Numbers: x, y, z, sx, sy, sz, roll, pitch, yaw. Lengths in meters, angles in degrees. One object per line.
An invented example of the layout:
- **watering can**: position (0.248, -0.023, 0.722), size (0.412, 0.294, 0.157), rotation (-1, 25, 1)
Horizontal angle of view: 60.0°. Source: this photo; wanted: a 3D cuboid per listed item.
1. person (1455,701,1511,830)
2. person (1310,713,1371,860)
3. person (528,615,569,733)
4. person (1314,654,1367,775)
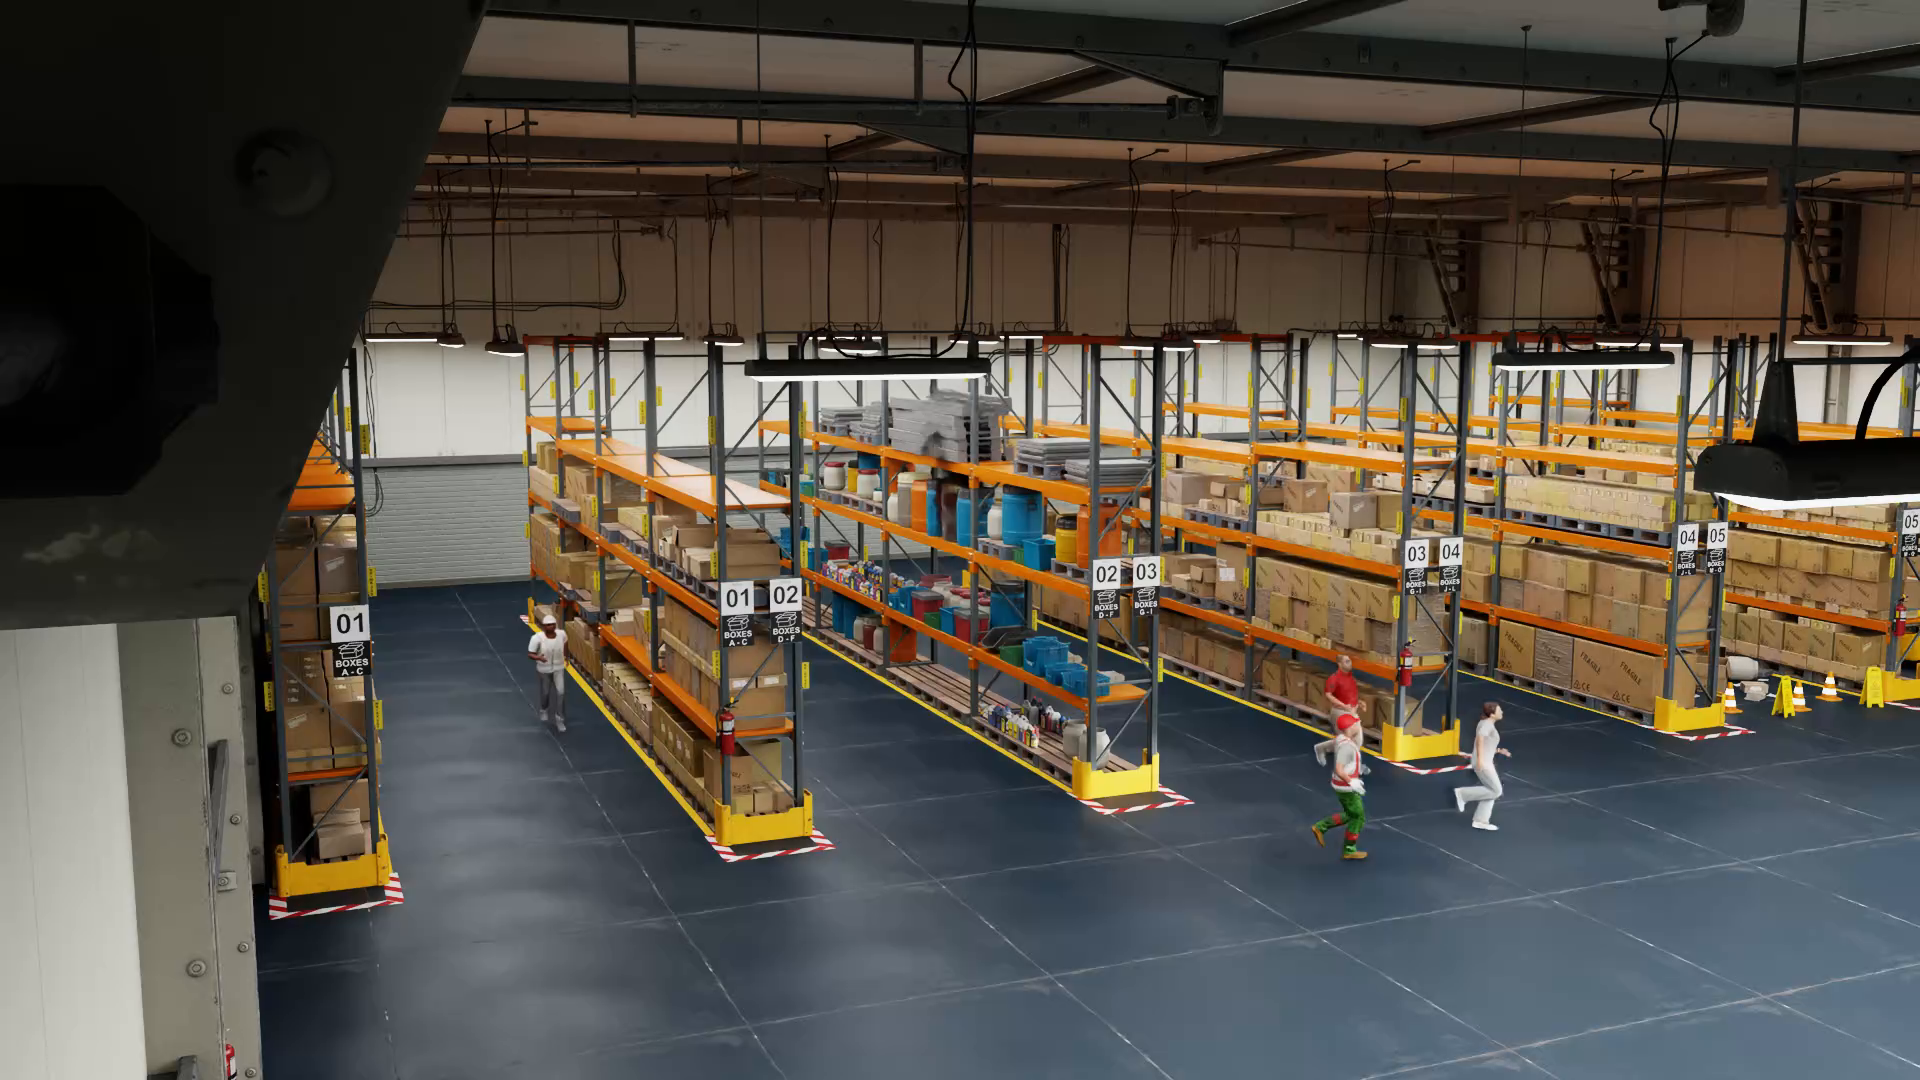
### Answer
- **person**: position (6.515, 2.808, 20.699), size (0.662, 1.620, 0.600), rotation (1, 8, 11)
- **person**: position (4.475, 2.886, 19.473), size (0.692, 1.747, 0.651), rotation (1, 8, 6)
- **person**: position (-6.362, 2.028, 25.769), size (0.640, 1.796, 0.890), rotation (-3, 8, -21)
- **person**: position (5.333, 2.418, 23.250), size (0.667, 1.677, 0.667), rotation (7, 10, 42)
